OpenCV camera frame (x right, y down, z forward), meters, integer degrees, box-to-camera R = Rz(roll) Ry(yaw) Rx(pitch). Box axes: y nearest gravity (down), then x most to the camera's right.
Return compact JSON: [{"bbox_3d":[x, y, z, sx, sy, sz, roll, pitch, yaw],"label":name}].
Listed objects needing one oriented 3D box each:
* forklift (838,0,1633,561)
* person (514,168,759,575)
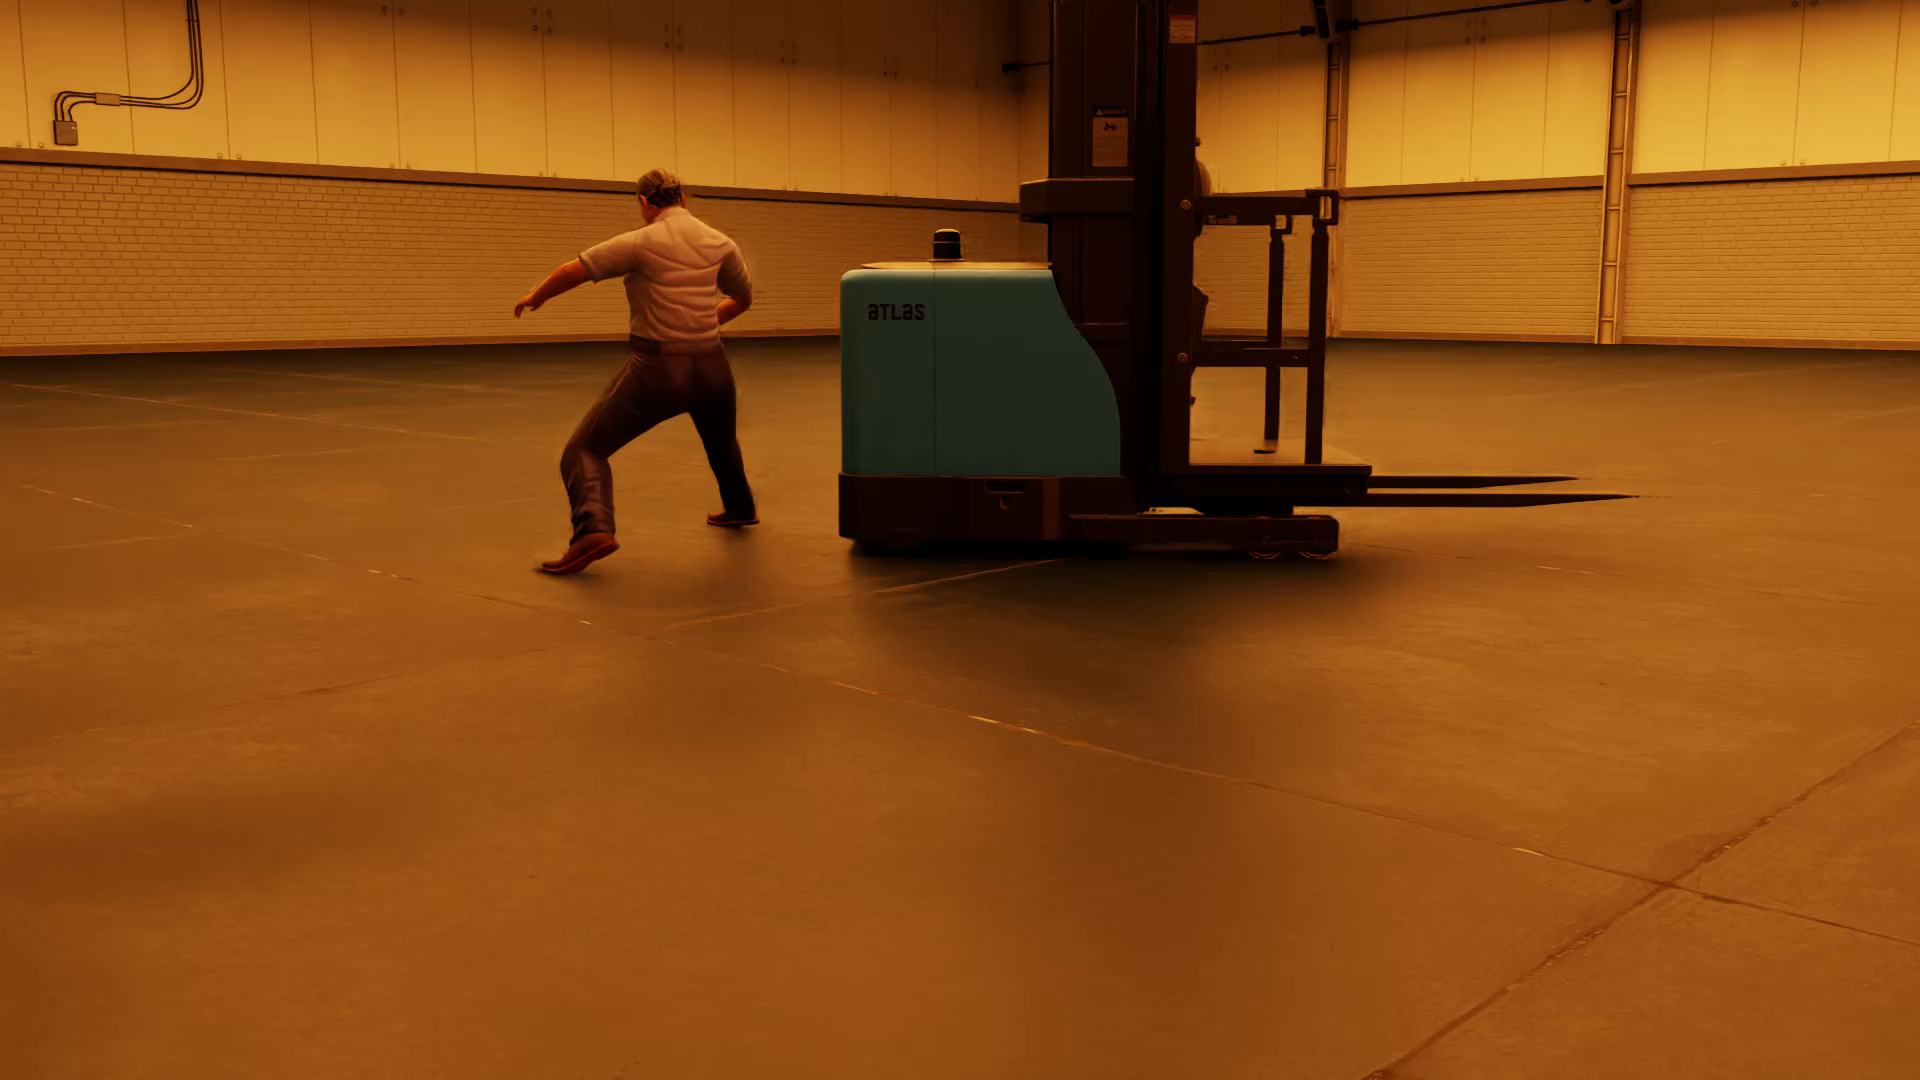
[{"bbox_3d":[1.064,-1.453,6.525,3.031,2.935,1.130,0,9,2],"label":"forklift"},{"bbox_3d":[-1.194,-0.678,6.392,1.195,1.470,0.912,-7,11,-38],"label":"person"}]
